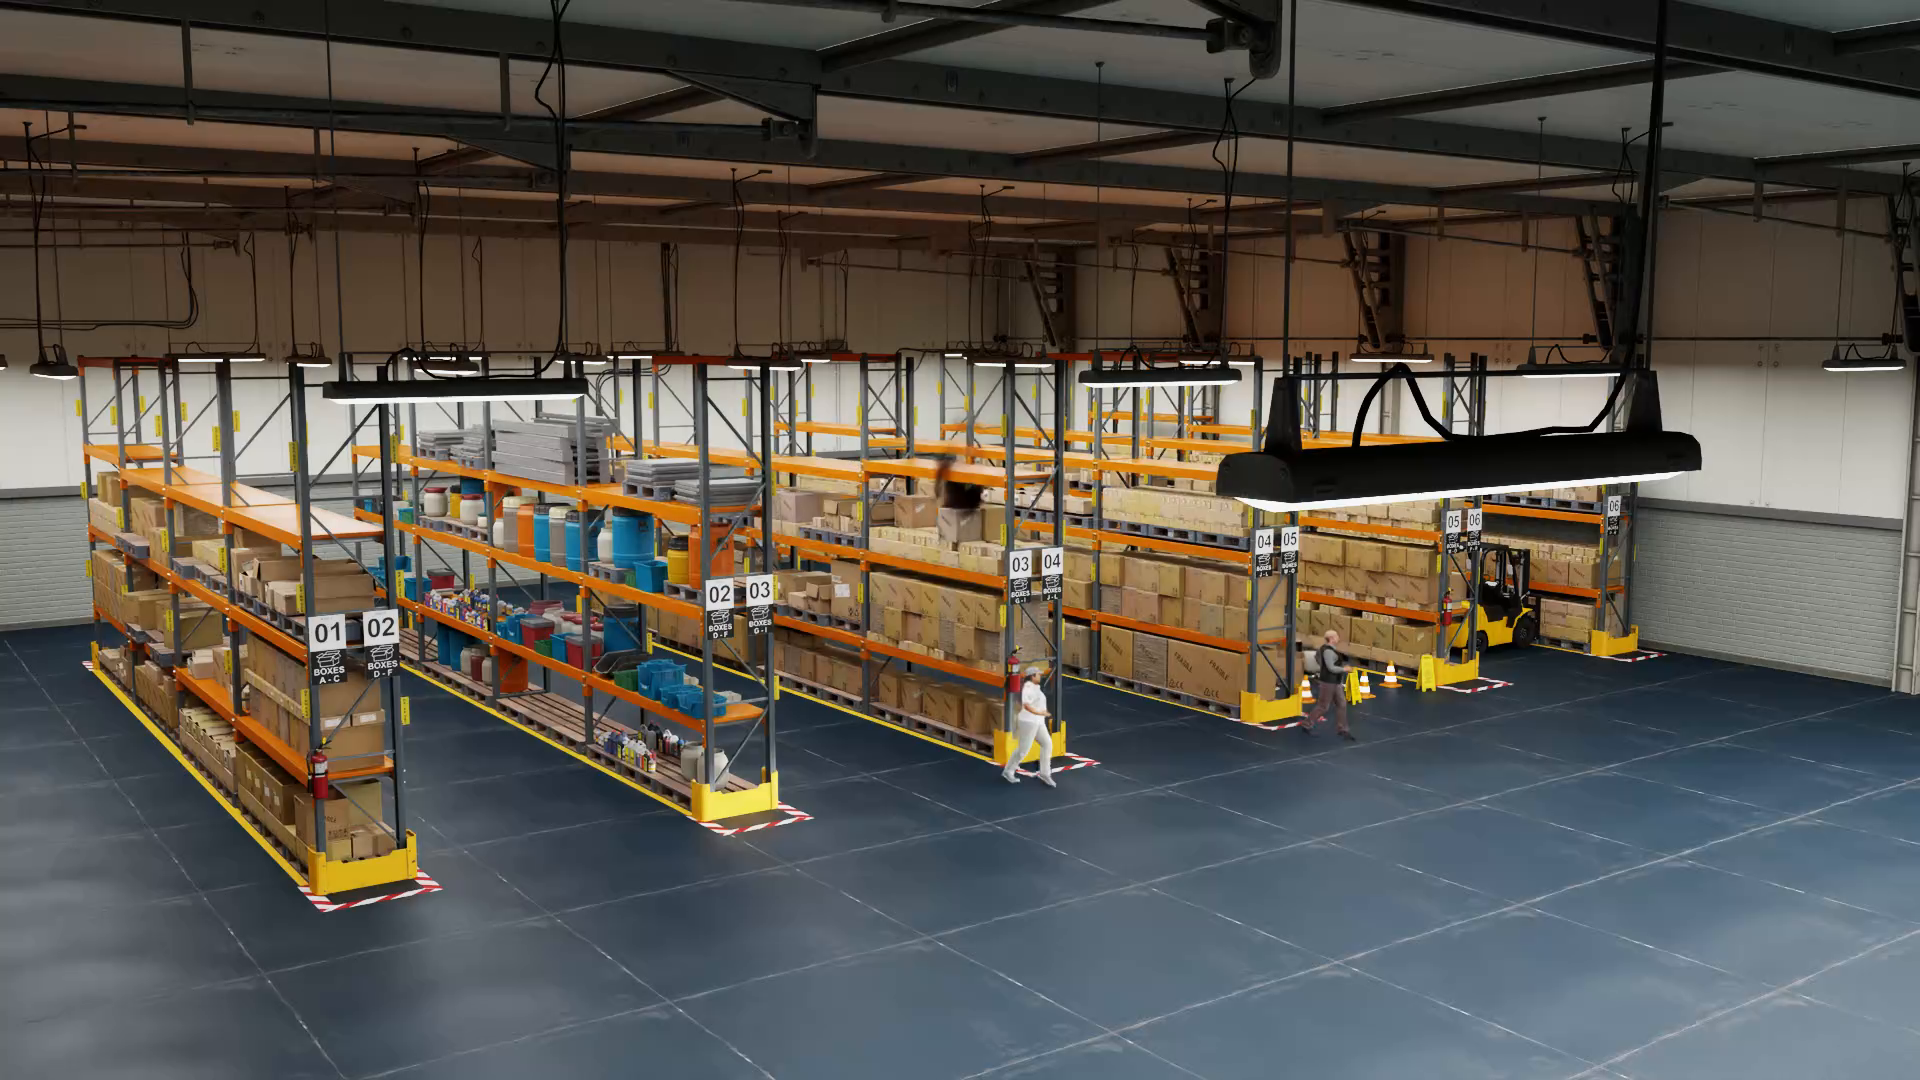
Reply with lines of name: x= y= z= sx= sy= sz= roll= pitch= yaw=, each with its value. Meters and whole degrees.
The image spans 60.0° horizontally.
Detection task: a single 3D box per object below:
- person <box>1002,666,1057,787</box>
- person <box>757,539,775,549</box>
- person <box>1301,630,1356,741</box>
person: x=1.033 y=2.642 z=23.713 sx=0.773 sy=1.694 sz=0.664 roll=2 pitch=7 yaw=18
person: x=-4.875 y=0.541 z=41.272 sx=0.650 sy=1.570 sz=0.523 roll=5 pitch=9 yaw=36
person: x=5.829 y=2.290 z=26.216 sx=0.845 sy=1.762 sz=0.661 roll=2 pitch=7 yaw=18
